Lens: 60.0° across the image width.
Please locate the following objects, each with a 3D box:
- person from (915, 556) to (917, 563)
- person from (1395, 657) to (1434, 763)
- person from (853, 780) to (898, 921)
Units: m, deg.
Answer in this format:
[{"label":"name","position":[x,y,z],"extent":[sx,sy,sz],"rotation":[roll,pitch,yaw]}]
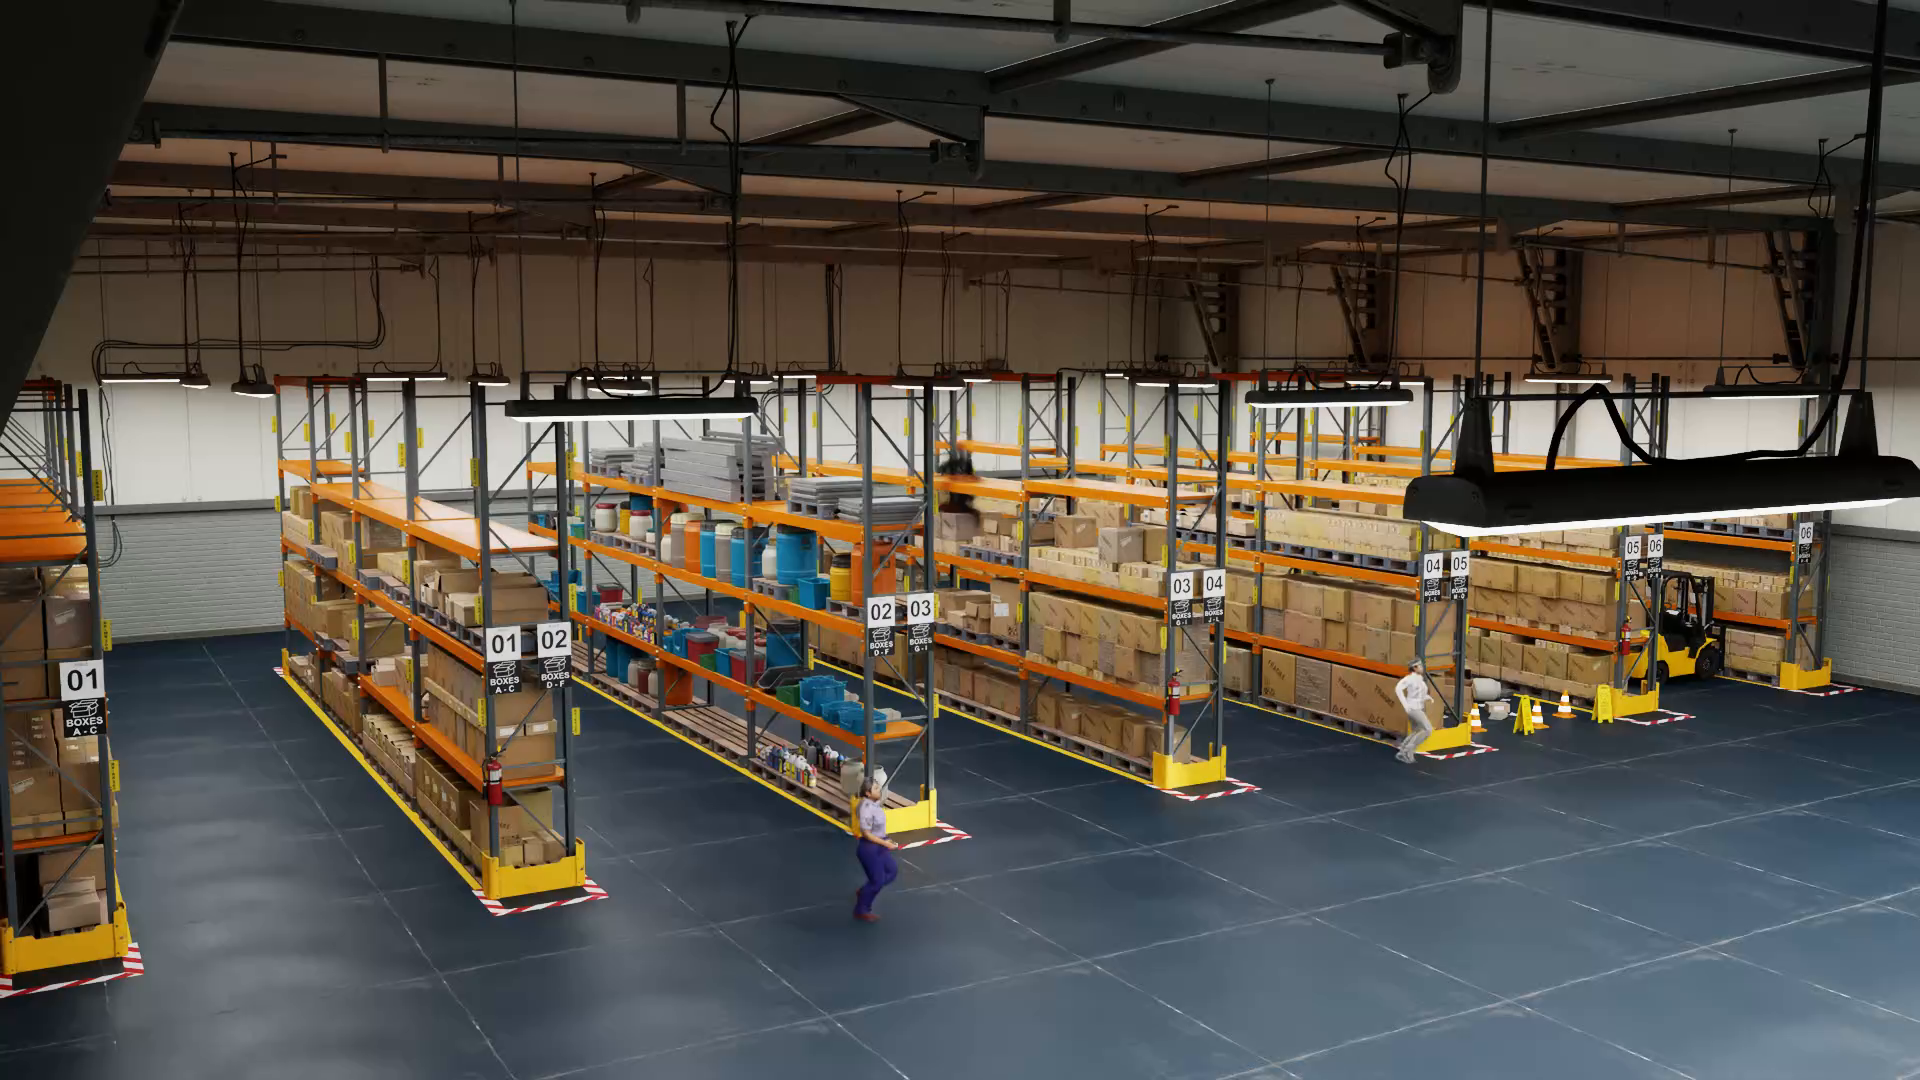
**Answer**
[{"label":"person","position":[-1.183,1.211,39.115],"extent":[0.703,1.741,0.698],"rotation":[-1,6,-12]},{"label":"person","position":[7.157,2.669,26.071],"extent":[0.574,1.652,0.612],"rotation":[3,7,27]},{"label":"person","position":[-0.962,3.499,18.779],"extent":[0.508,1.587,0.616],"rotation":[0,6,1]}]
